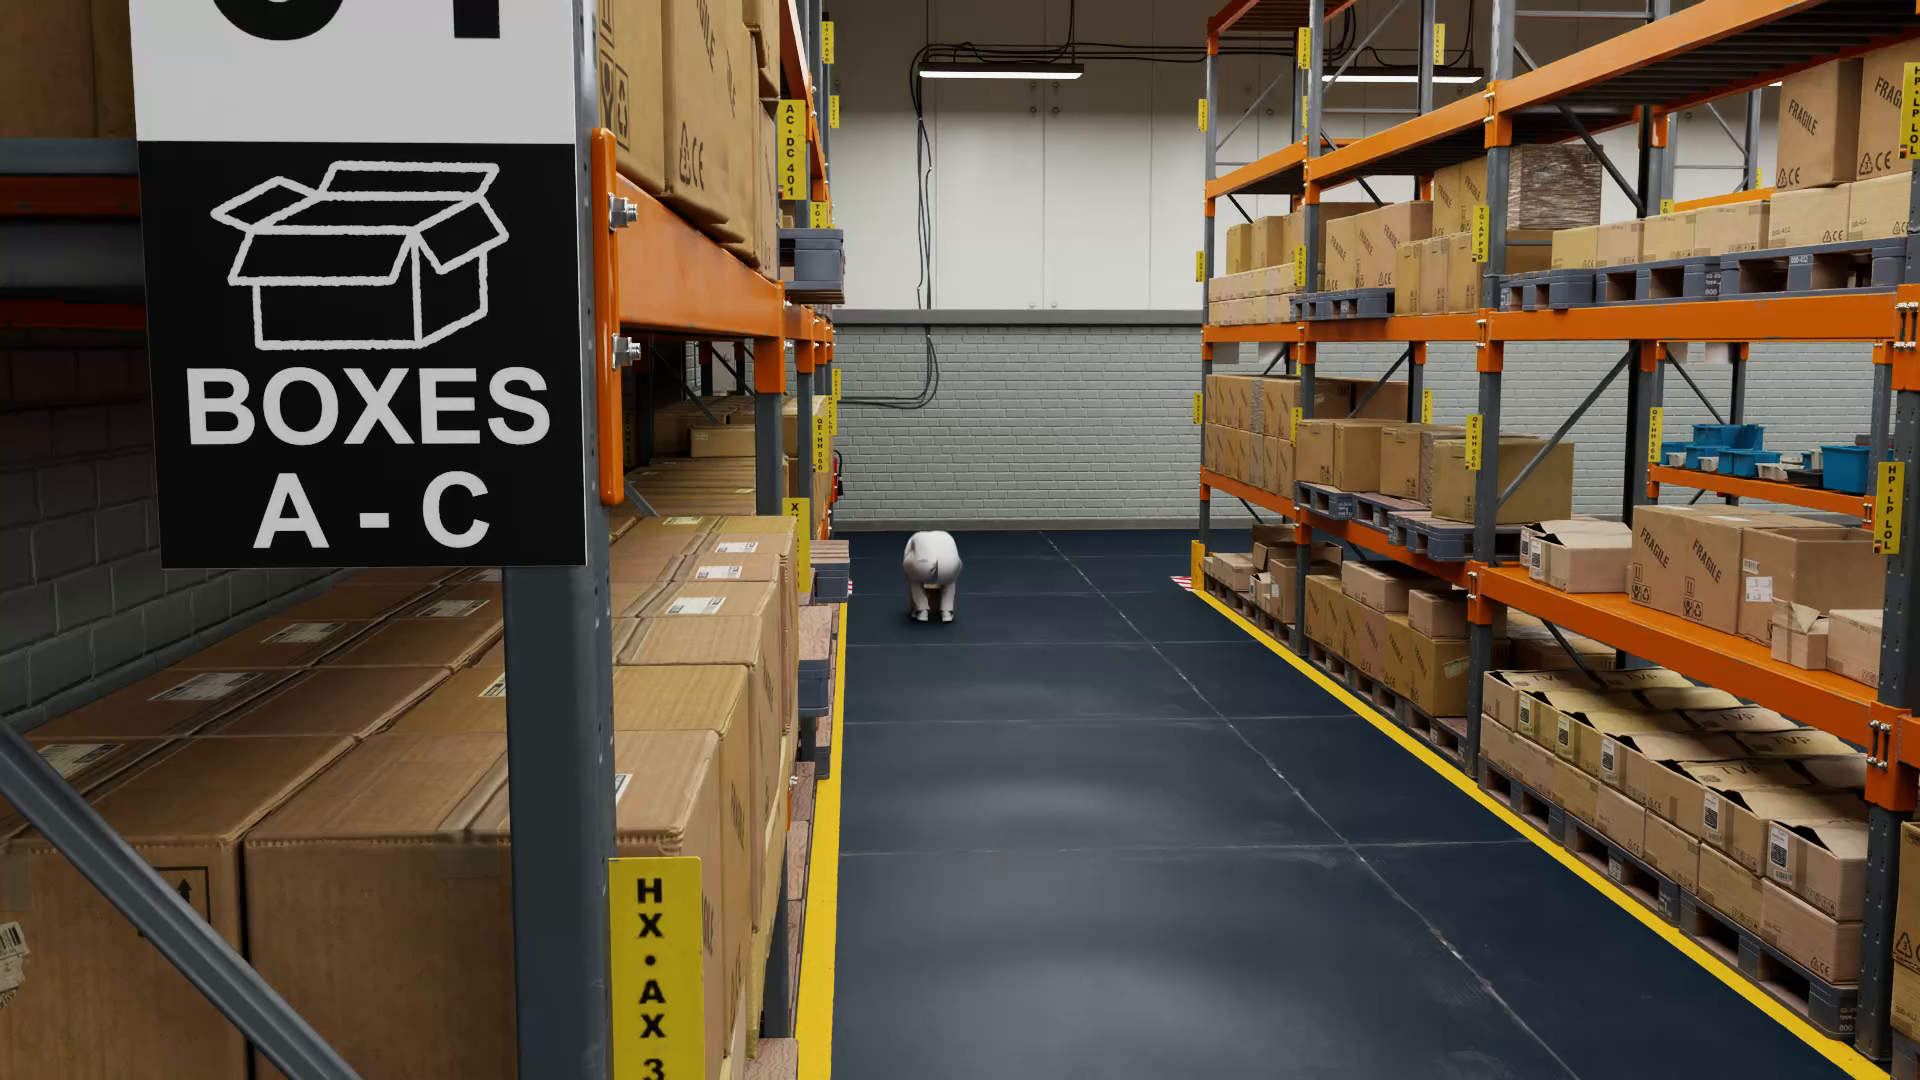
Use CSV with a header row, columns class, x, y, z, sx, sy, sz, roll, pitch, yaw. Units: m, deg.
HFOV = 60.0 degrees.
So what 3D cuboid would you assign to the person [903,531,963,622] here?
class,x,y,z,sx,sy,sz,roll,pitch,yaw
person,-0.273,0.332,16.008,0.581,0.874,0.955,-1,7,-7
